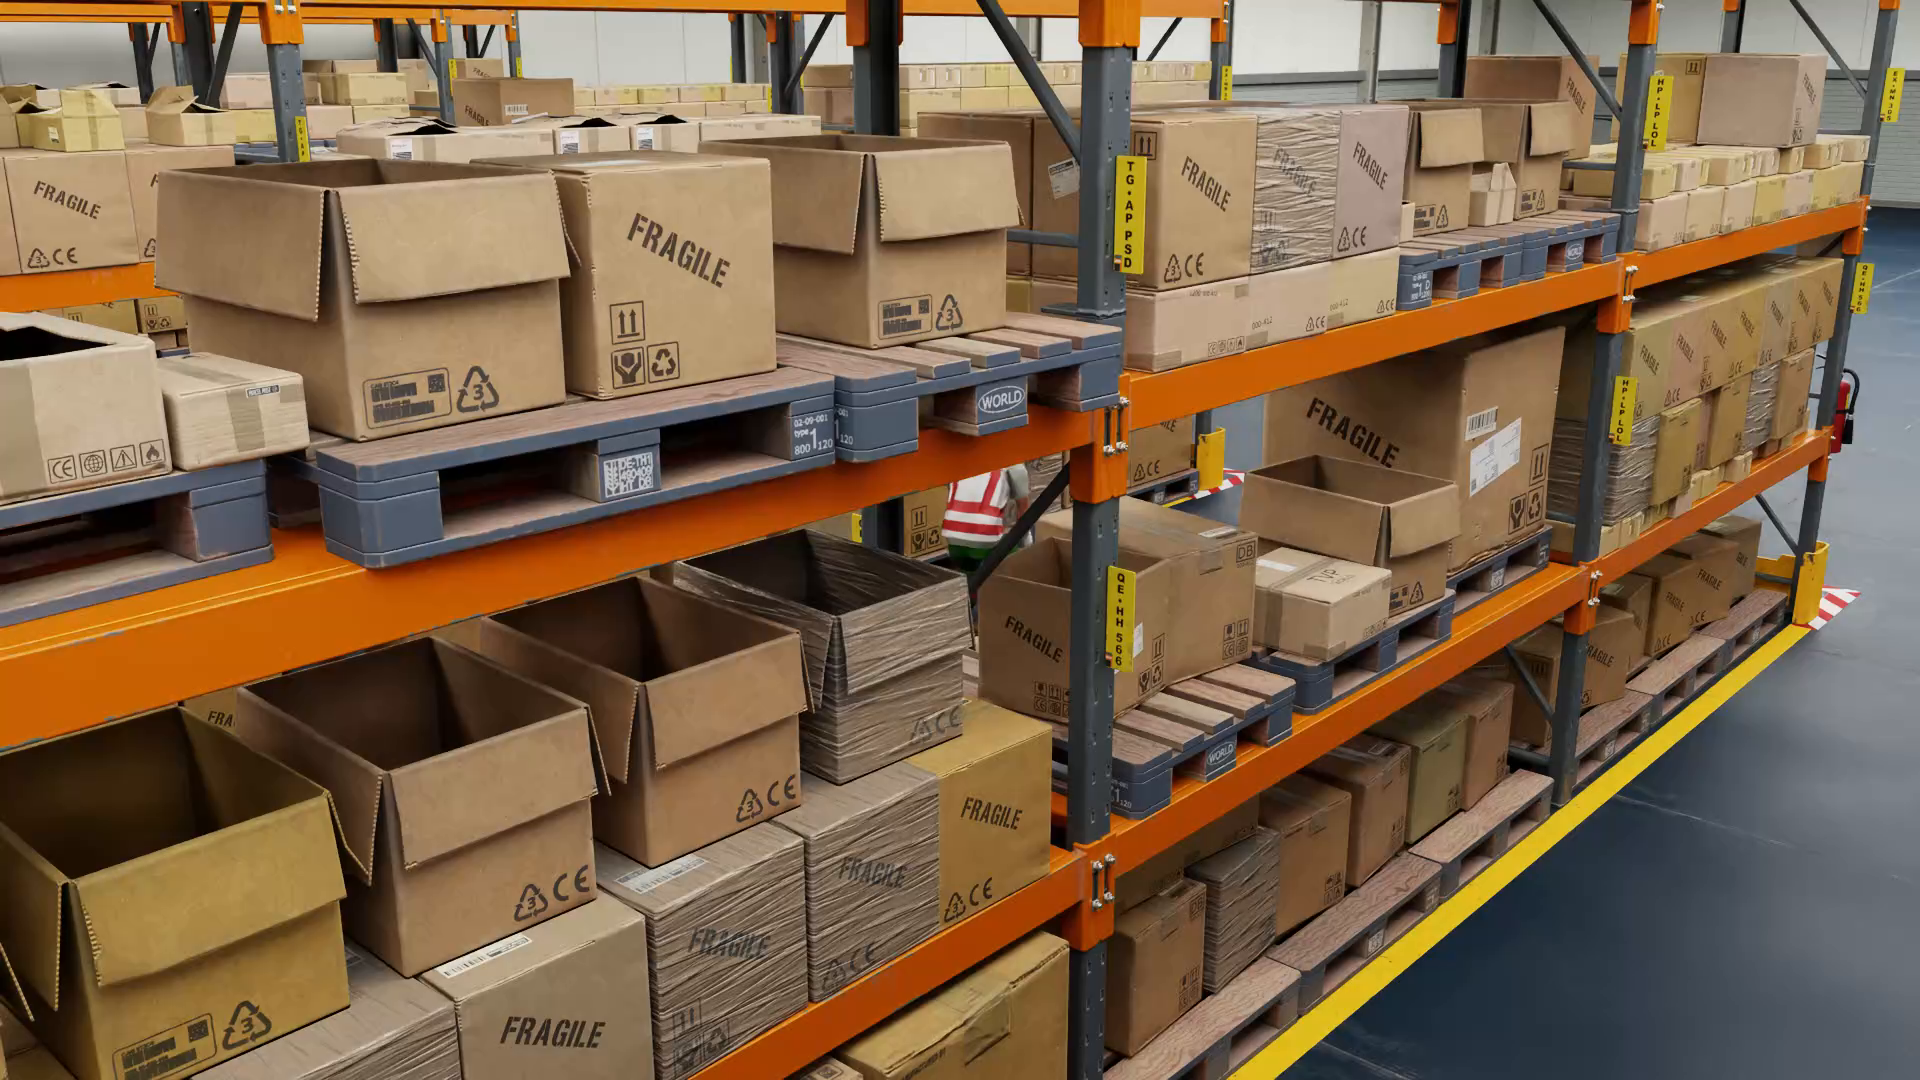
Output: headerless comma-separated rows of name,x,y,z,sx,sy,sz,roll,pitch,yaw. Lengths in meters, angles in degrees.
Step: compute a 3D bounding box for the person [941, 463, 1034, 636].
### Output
person,0.151,-0.056,10.786,0.583,1.443,0.749,9,19,29
